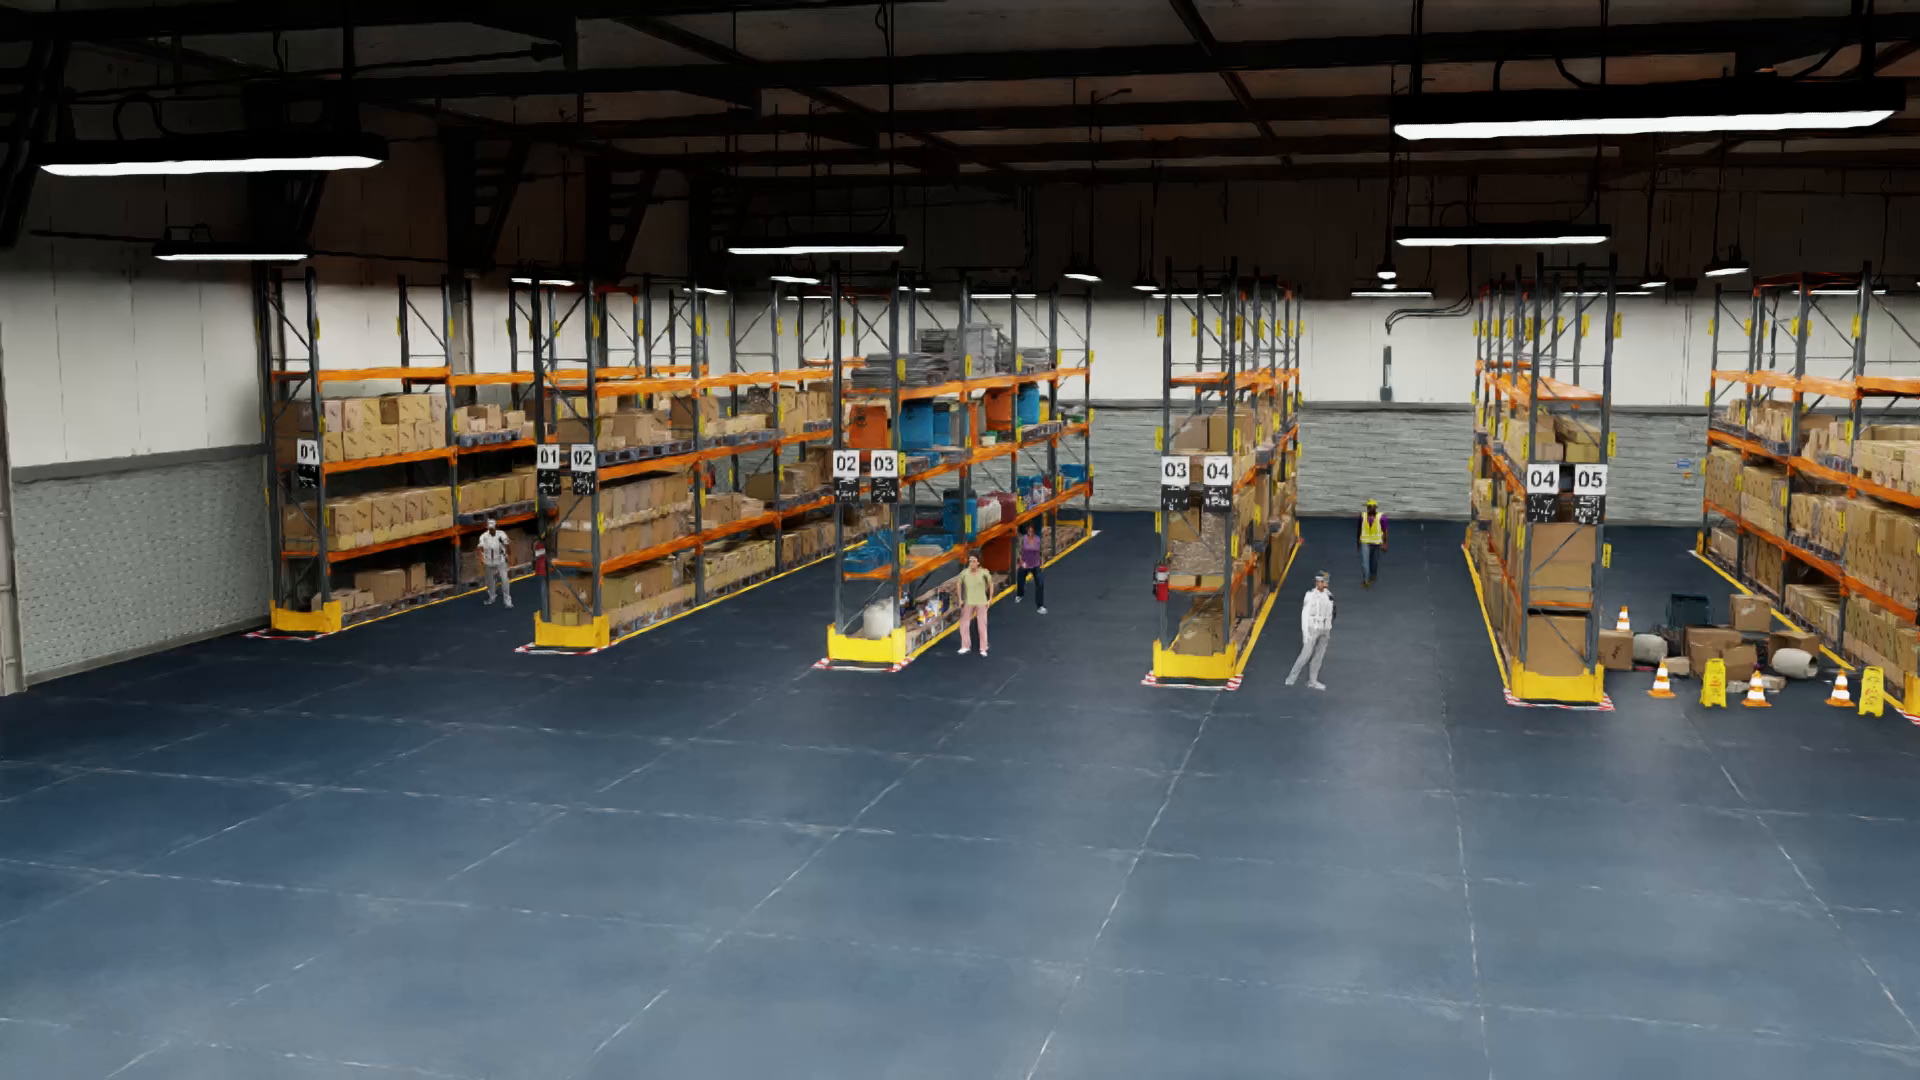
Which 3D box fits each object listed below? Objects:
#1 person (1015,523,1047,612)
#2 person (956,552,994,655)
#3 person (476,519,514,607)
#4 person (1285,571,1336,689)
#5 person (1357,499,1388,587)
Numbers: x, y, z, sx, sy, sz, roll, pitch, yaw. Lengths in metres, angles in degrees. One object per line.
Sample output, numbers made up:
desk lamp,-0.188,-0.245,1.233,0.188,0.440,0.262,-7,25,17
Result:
person,1.207,0.450,28.683,0.543,1.535,0.795,0,7,-3
person,0.231,0.975,25.537,0.598,1.619,0.507,2,7,12
person,-8.367,0.398,30.051,0.660,1.596,0.811,0,7,-4
person,4.888,1.247,23.159,0.644,1.660,0.495,-3,8,-25
person,8.053,0.038,32.485,0.591,1.716,1.042,2,7,14
